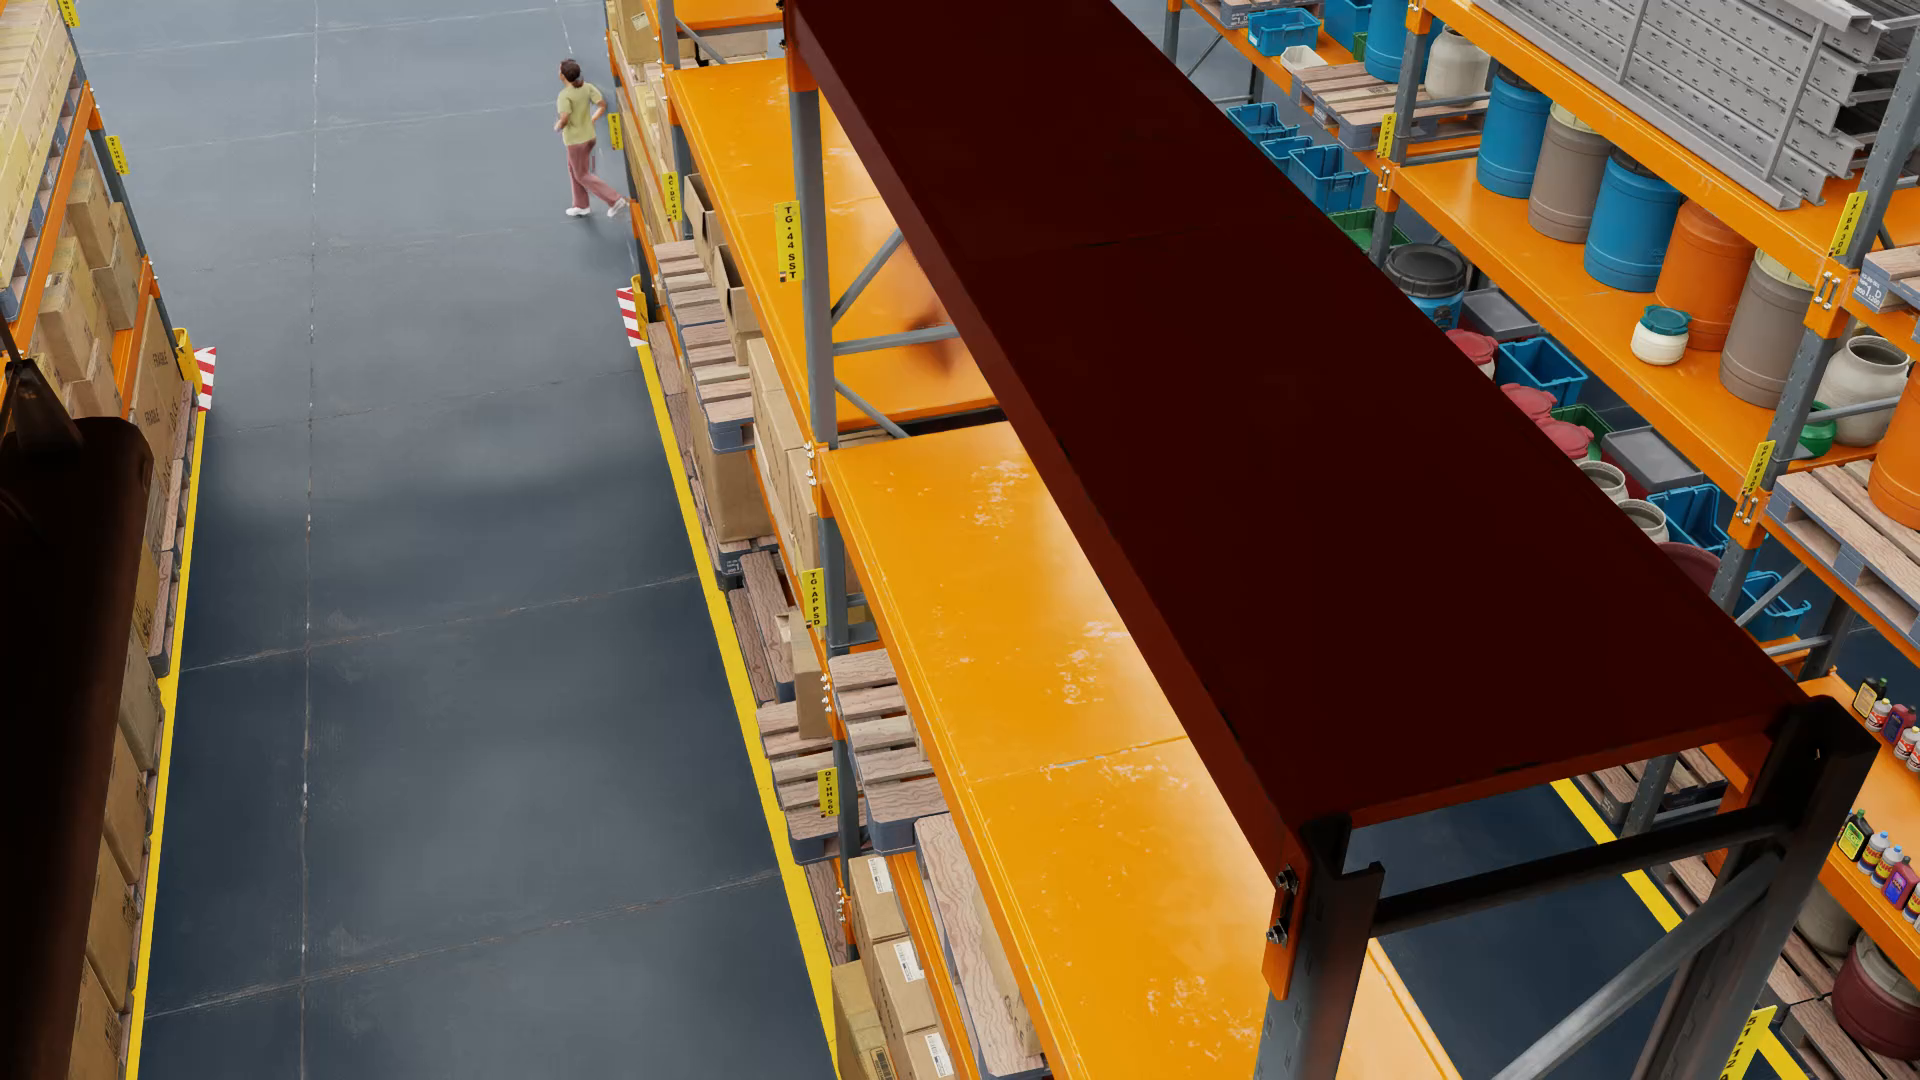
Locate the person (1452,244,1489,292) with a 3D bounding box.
[{"bbox_3d":[4.663,-2.891,15.098,0.647,1.698,0.651,-19,42,-22],"label":"person"}]

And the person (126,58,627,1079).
[{"bbox_3d":[-4.060,-0.559,12.202,5.413,1.690,10.331,19,42,22],"label":"person"}]
